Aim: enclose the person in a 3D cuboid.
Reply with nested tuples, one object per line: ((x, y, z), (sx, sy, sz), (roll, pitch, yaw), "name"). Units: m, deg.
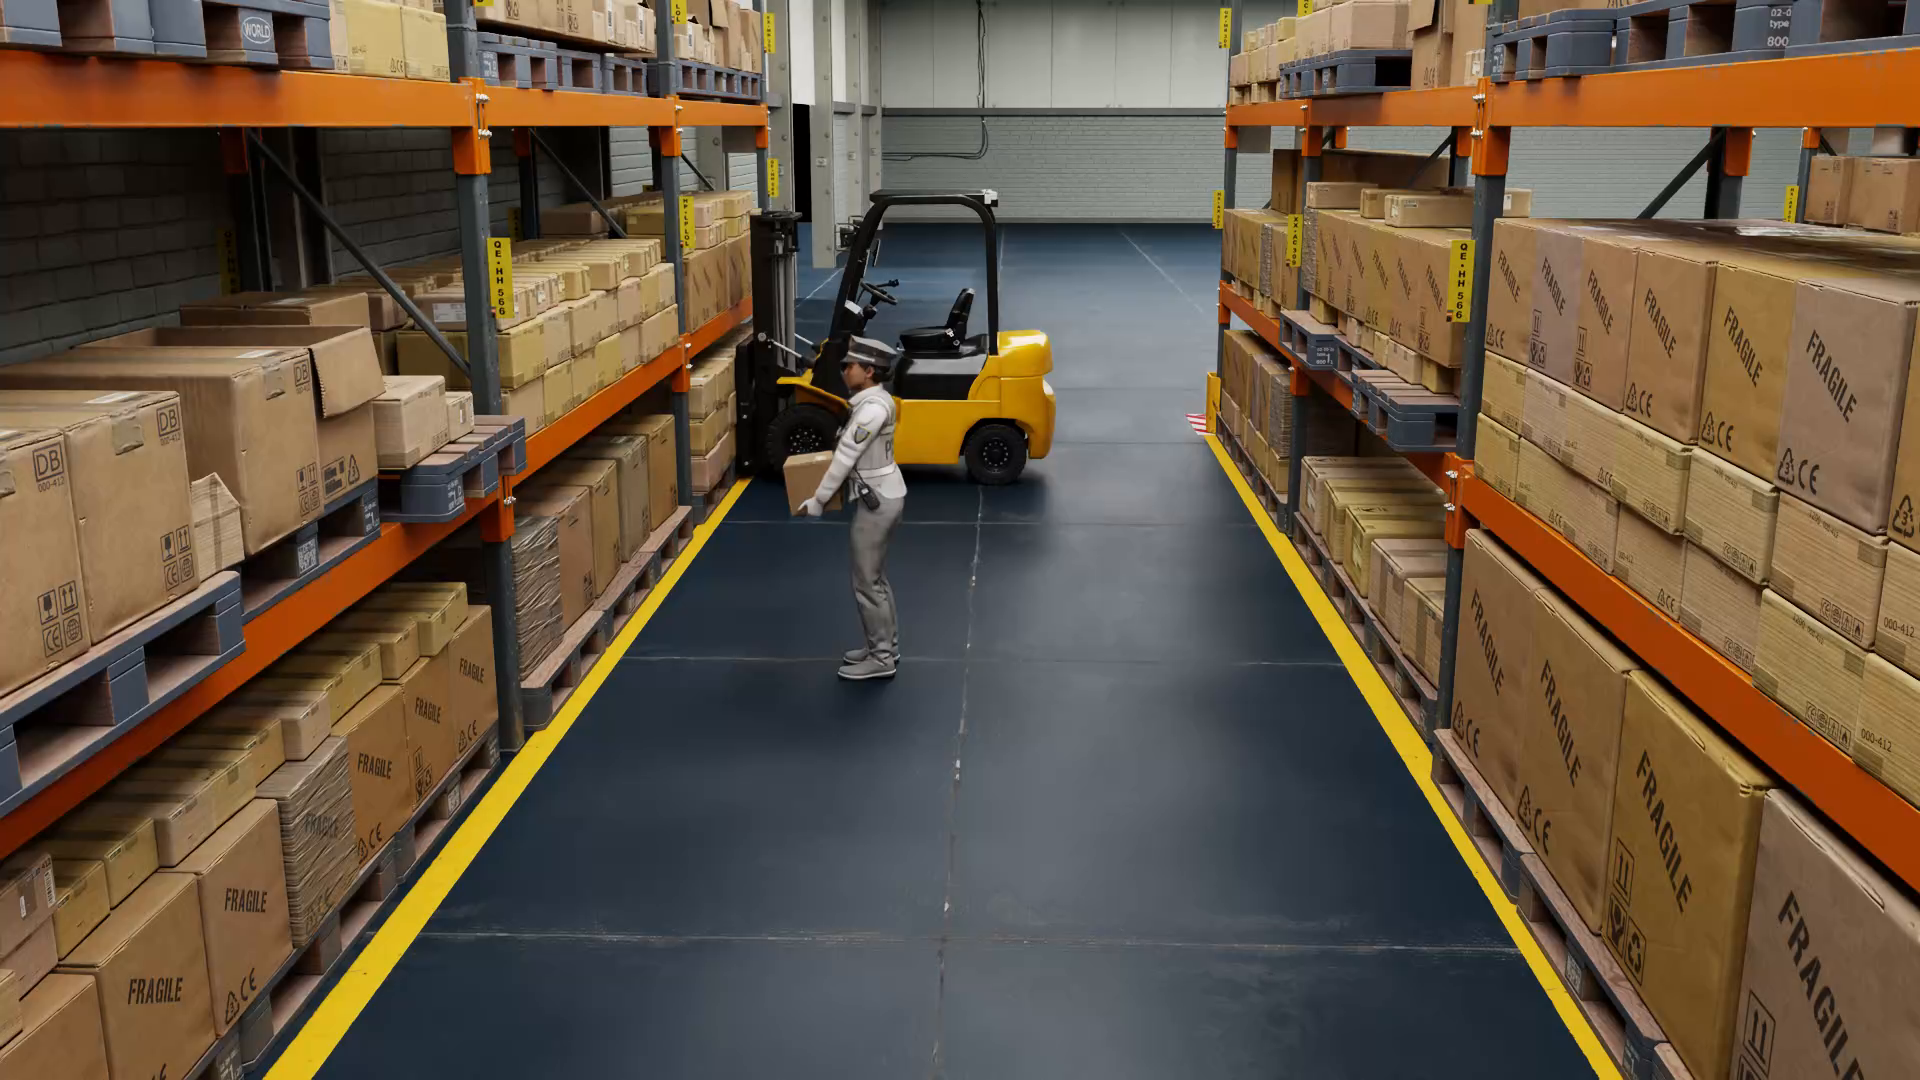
((-0.519, -0.163, 8.122), (0.523, 1.687, 0.416), (0, 14, 0), "person")
